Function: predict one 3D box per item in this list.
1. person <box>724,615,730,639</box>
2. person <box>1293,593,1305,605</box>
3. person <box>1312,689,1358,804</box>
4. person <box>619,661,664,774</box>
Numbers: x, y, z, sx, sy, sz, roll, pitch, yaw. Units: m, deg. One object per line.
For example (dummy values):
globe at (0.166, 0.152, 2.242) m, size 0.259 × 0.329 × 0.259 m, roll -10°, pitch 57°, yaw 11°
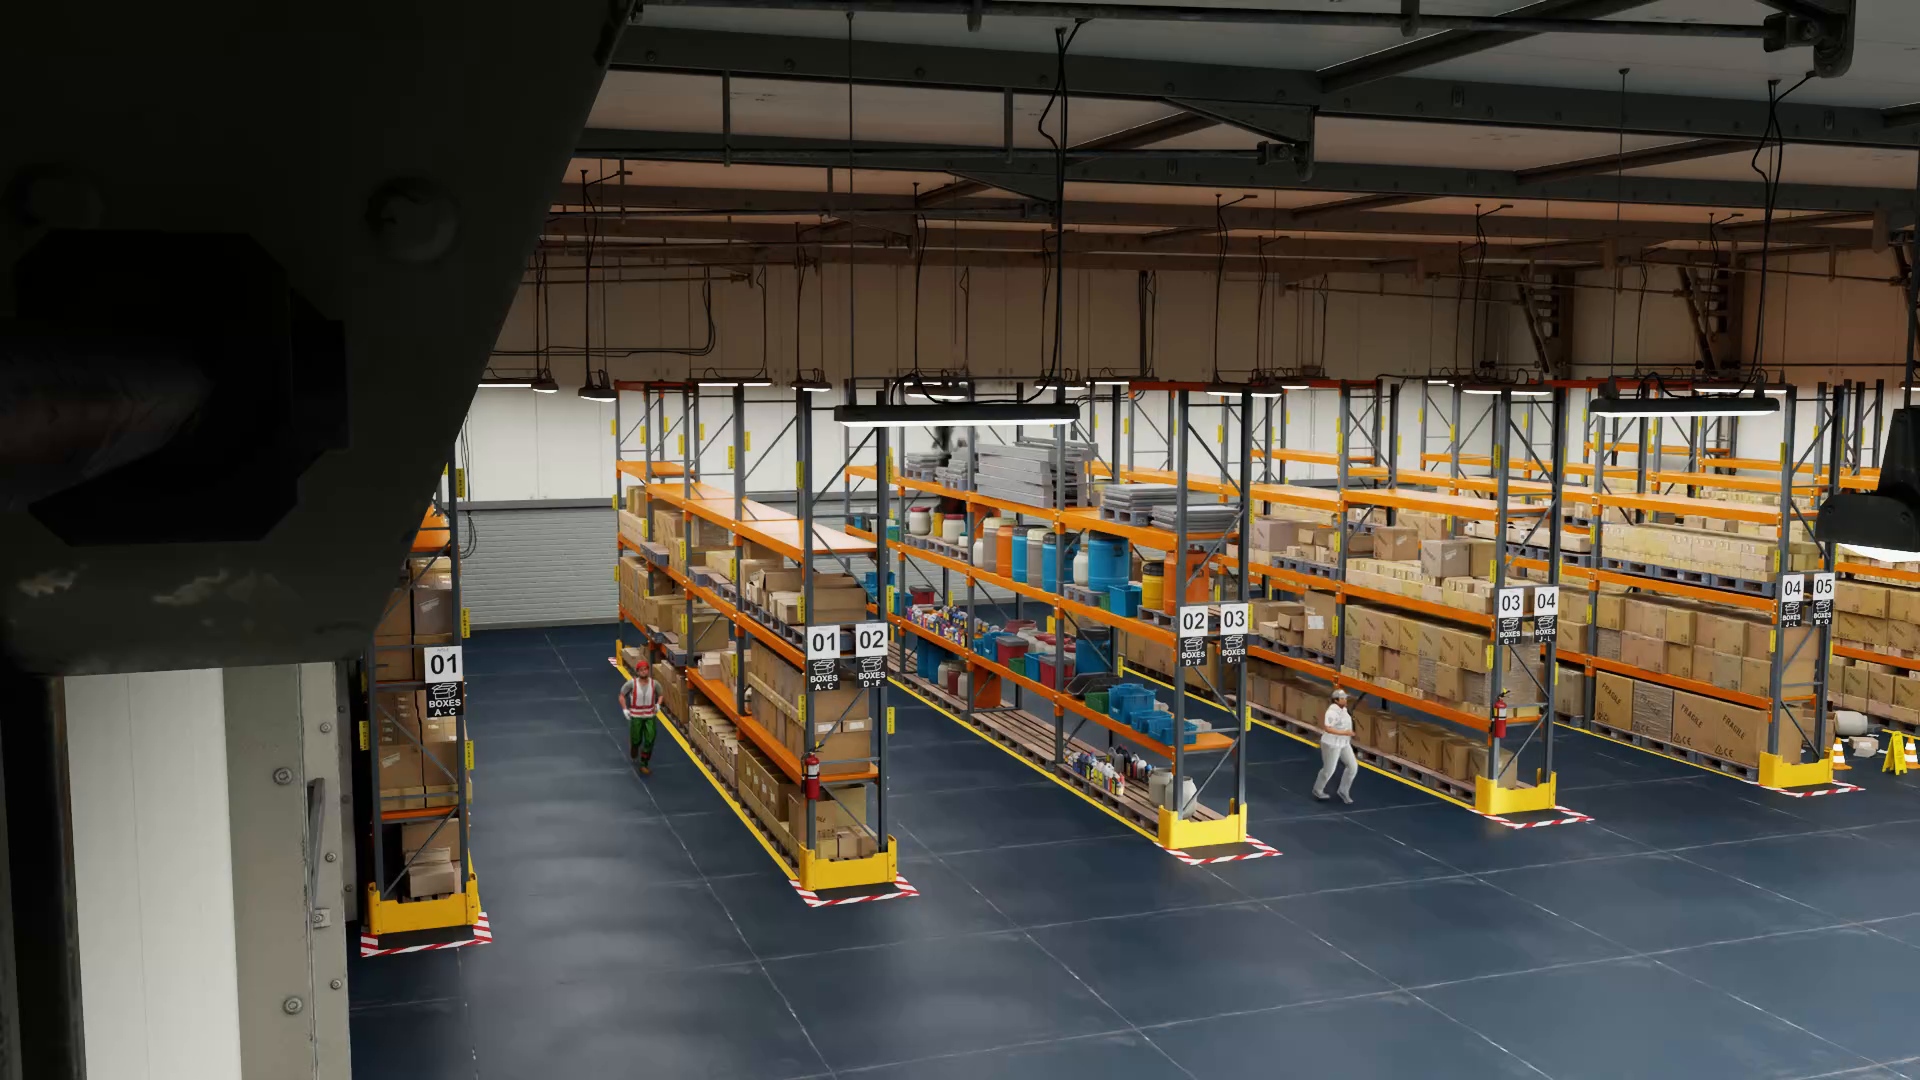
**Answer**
person at (-5.244, 1.743, 35.886) m, size 0.778 × 1.586 × 0.544 m, roll 6°, pitch 8°, yaw 43°
person at (8.367, 1.170, 40.969) m, size 0.691 × 1.720 × 0.806 m, roll -6°, pitch 8°, yaw -43°
person at (5.425, 2.992, 23.980) m, size 0.590 × 1.716 × 0.730 m, roll -6°, pitch 8°, yaw -42°
person at (-4.937, 2.742, 25.876) m, size 0.700 × 1.741 × 0.600 m, roll -2°, pitch 6°, yaw -18°
